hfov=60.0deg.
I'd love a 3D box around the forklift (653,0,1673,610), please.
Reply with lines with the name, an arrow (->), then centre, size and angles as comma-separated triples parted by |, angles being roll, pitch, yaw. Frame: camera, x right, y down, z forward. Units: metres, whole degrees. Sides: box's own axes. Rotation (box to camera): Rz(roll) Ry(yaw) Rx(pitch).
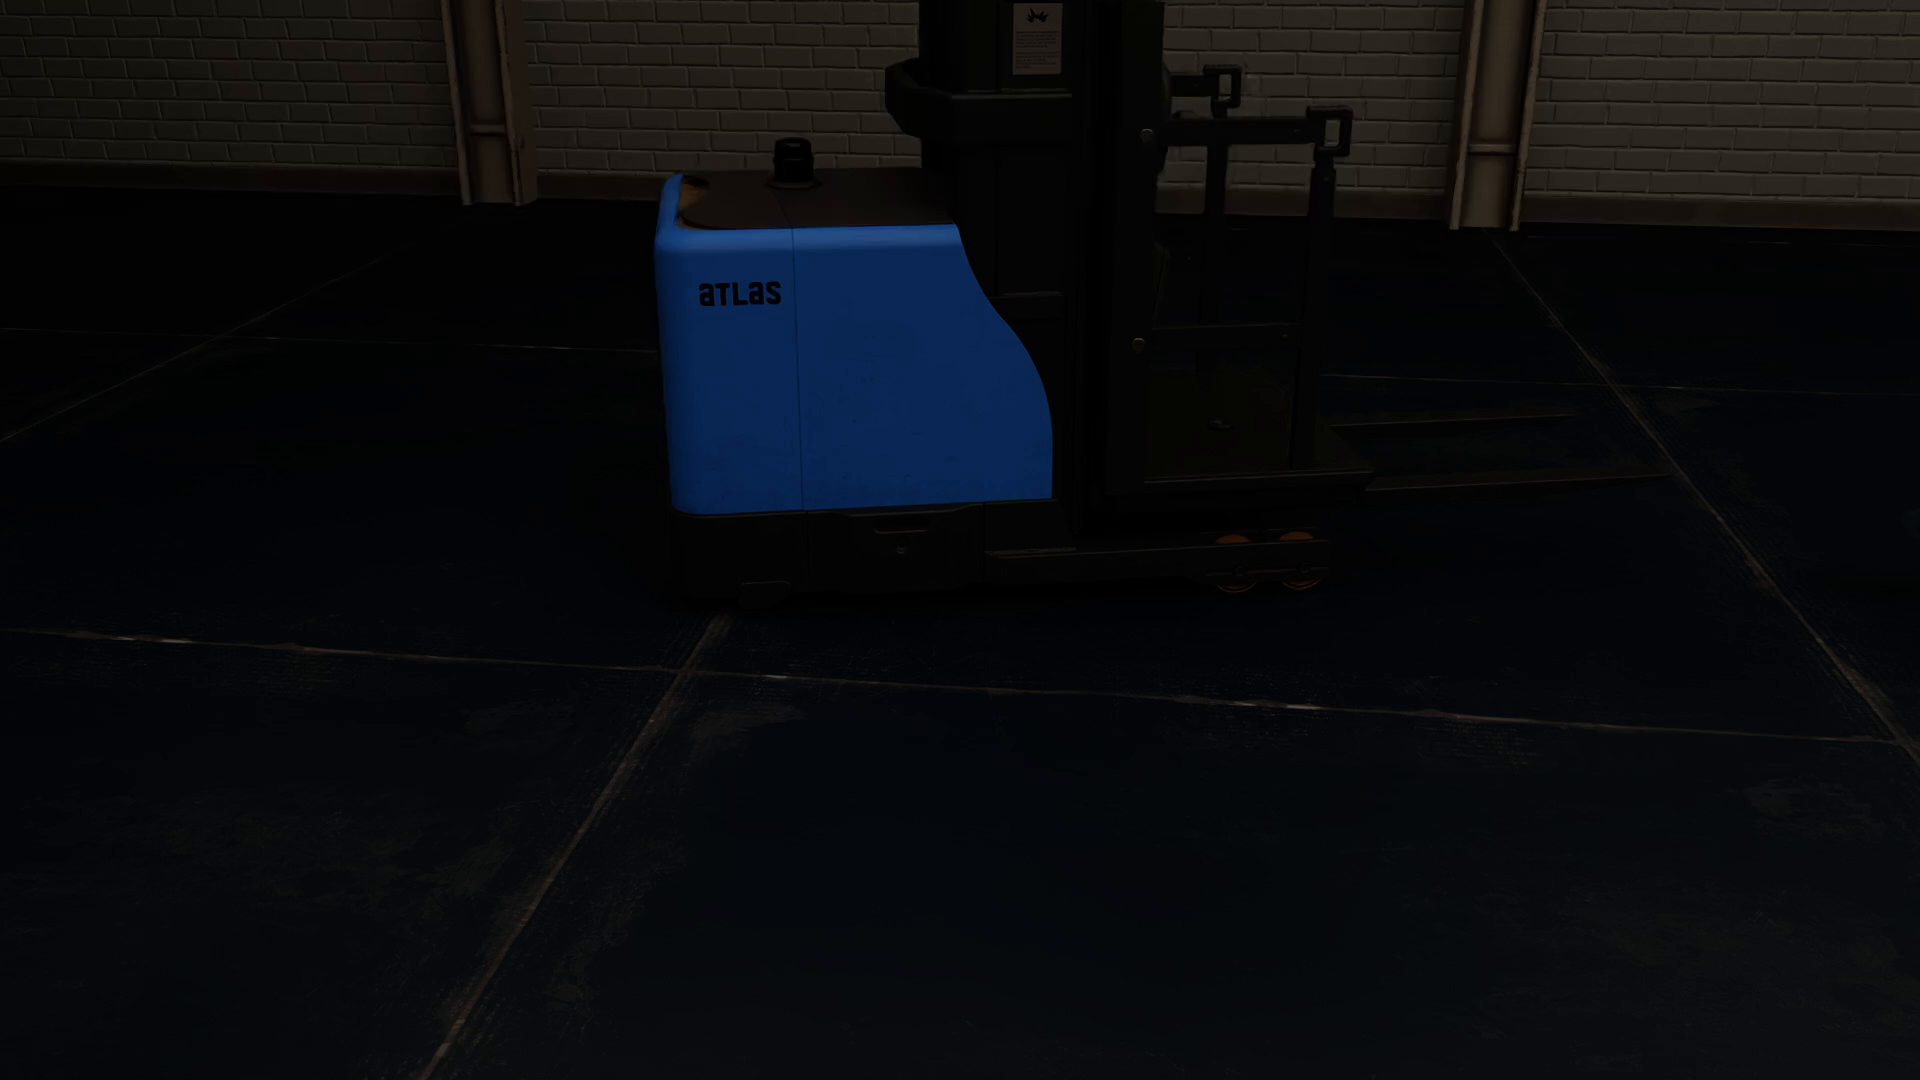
forklift -> 0.635, -1.399, 4.727 | 3.031, 2.935, 1.130 | -3, 22, -7
